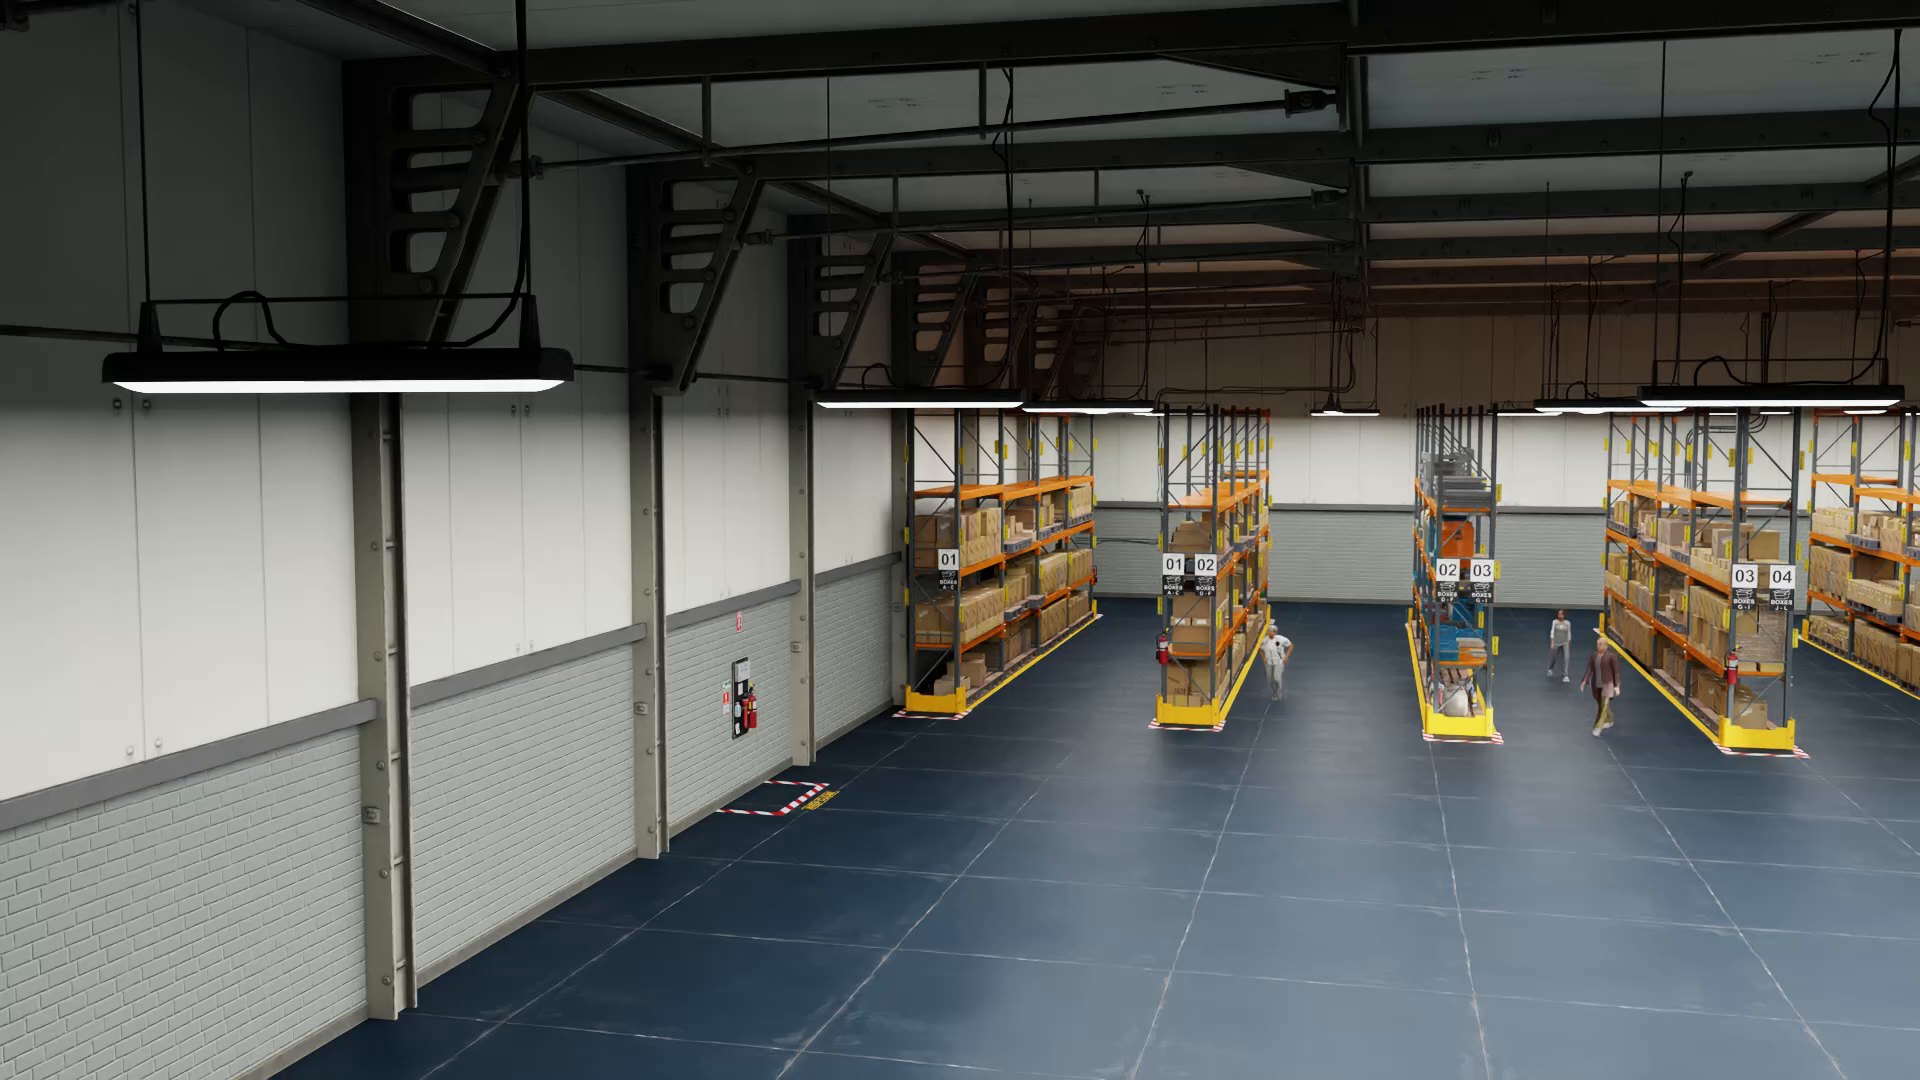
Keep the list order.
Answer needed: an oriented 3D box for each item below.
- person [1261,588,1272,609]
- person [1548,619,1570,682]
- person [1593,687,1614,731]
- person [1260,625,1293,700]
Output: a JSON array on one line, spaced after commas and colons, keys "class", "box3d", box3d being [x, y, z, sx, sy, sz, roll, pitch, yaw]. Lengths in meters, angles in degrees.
[{"class": "person", "box3d": [9.001, 1.213, 50.099, 1.105, 1.738, 0.496, 3, 5, 40]}, {"class": "person", "box3d": [13.128, 2.390, 36.377, 0.368, 1.329, 0.889, 0, 4, 3]}, {"class": "person", "box3d": [11.718, 2.948, 30.298, 0.960, 0.963, 0.392, -4, 6, -42]}, {"class": "person", "box3d": [6.407, 2.484, 33.646, 0.665, 1.582, 0.738, 2, 5, 24]}]
